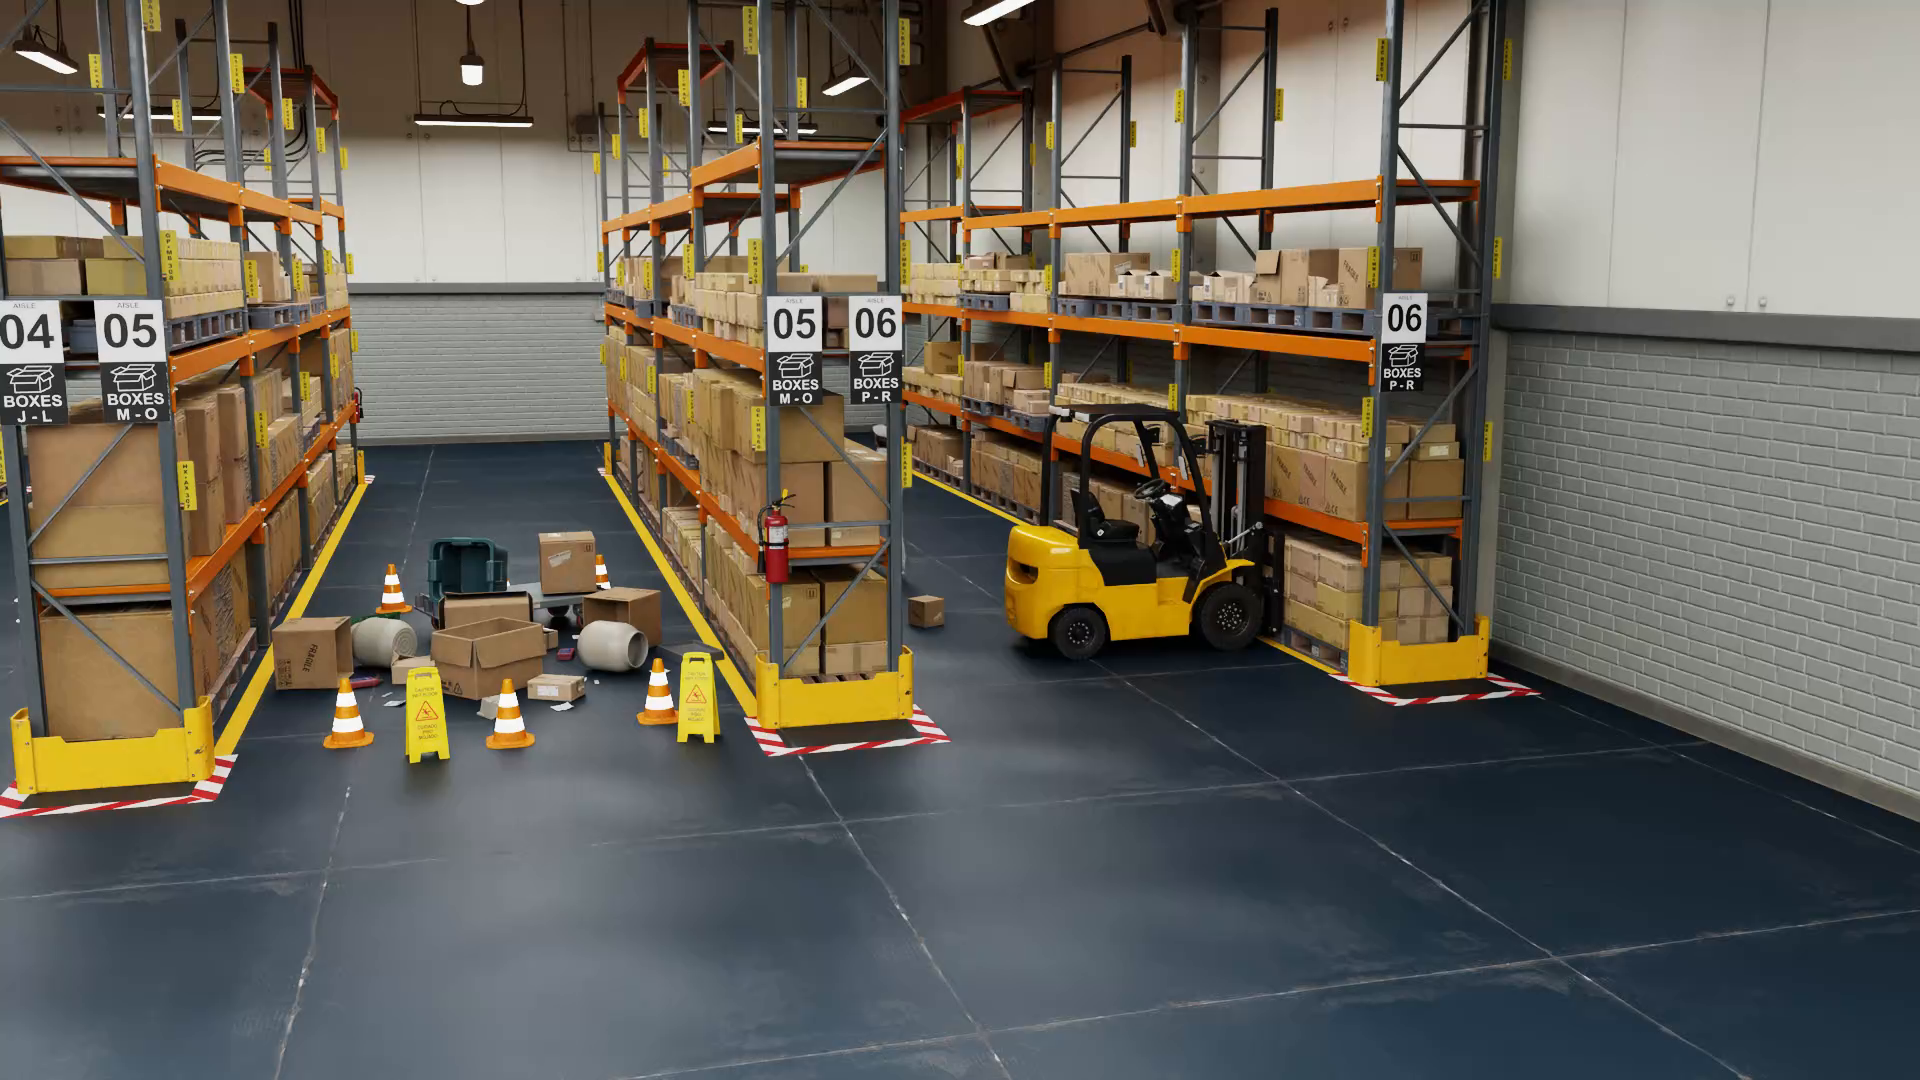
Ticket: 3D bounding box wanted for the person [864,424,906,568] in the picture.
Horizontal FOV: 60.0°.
[{"bbox_3d":[-0.844,-0.474,18.619,0.476,1.647,0.938,-3,10,-18],"label":"person"}]
